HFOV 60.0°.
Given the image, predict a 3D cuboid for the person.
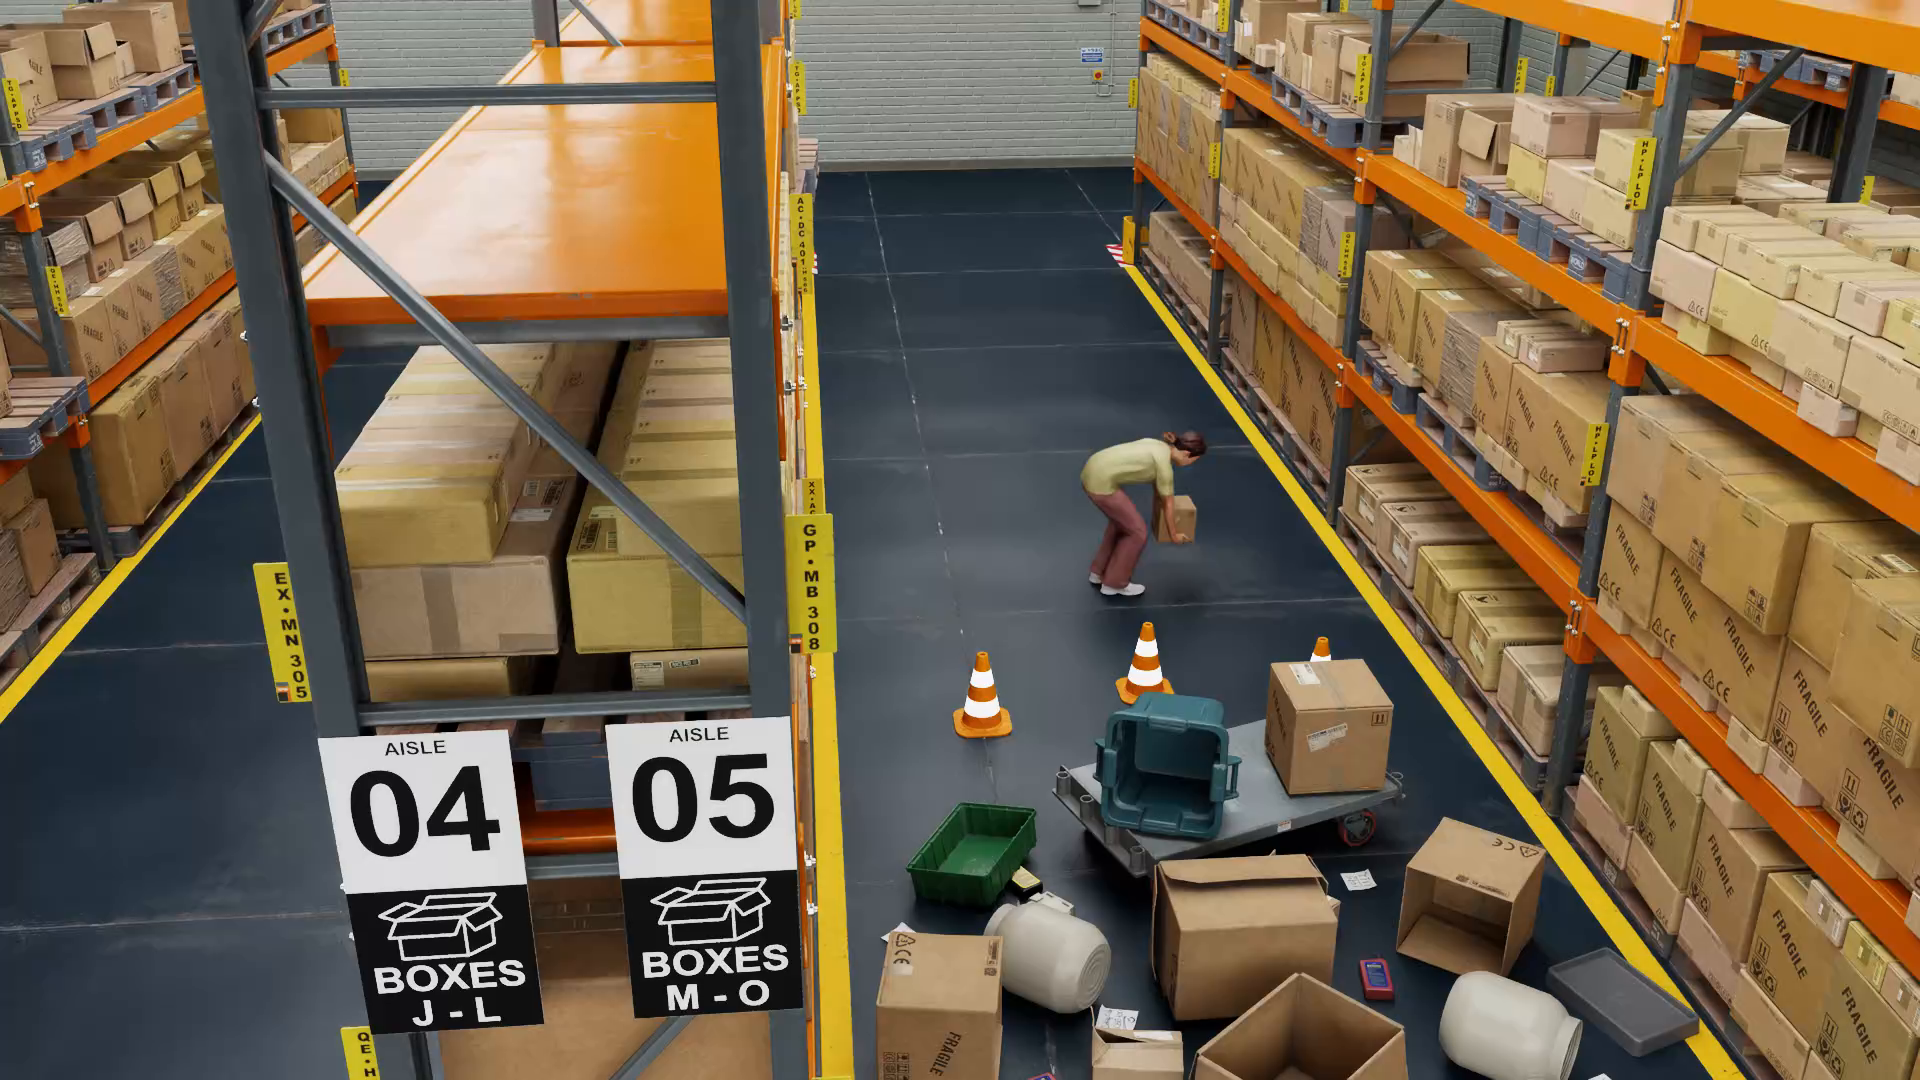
[{"bbox_3d":[1.250,-0.202,11.428,0.853,1.143,0.440,-3,24,-7],"label":"person"}]
